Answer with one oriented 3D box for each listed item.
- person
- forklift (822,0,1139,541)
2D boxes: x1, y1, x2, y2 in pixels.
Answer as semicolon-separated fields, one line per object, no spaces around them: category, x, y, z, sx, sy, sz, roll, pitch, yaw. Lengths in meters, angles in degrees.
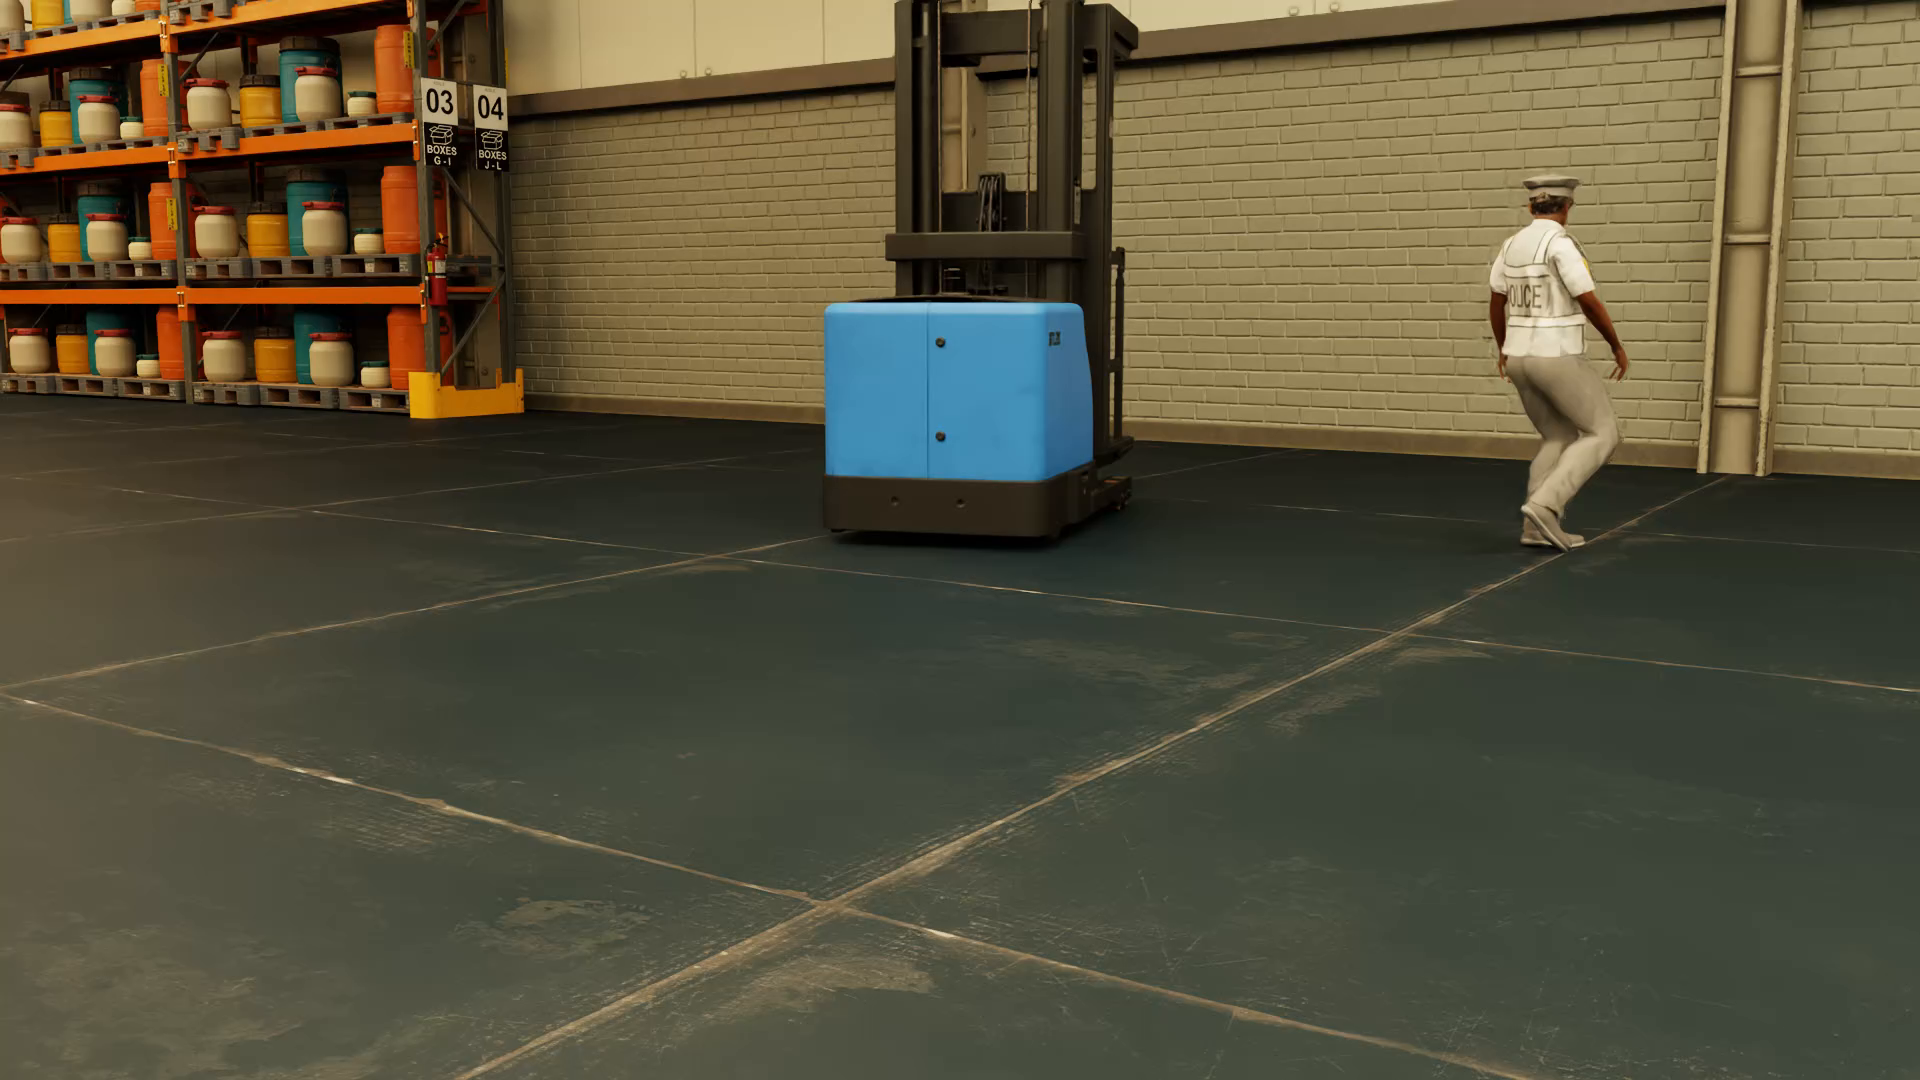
person;2.594;-0.773;7.297;0.453;1.629;0.685;-1;8;-9
forklift;0.289;-1.614;8.544;1.130;2.935;3.031;2;8;16
